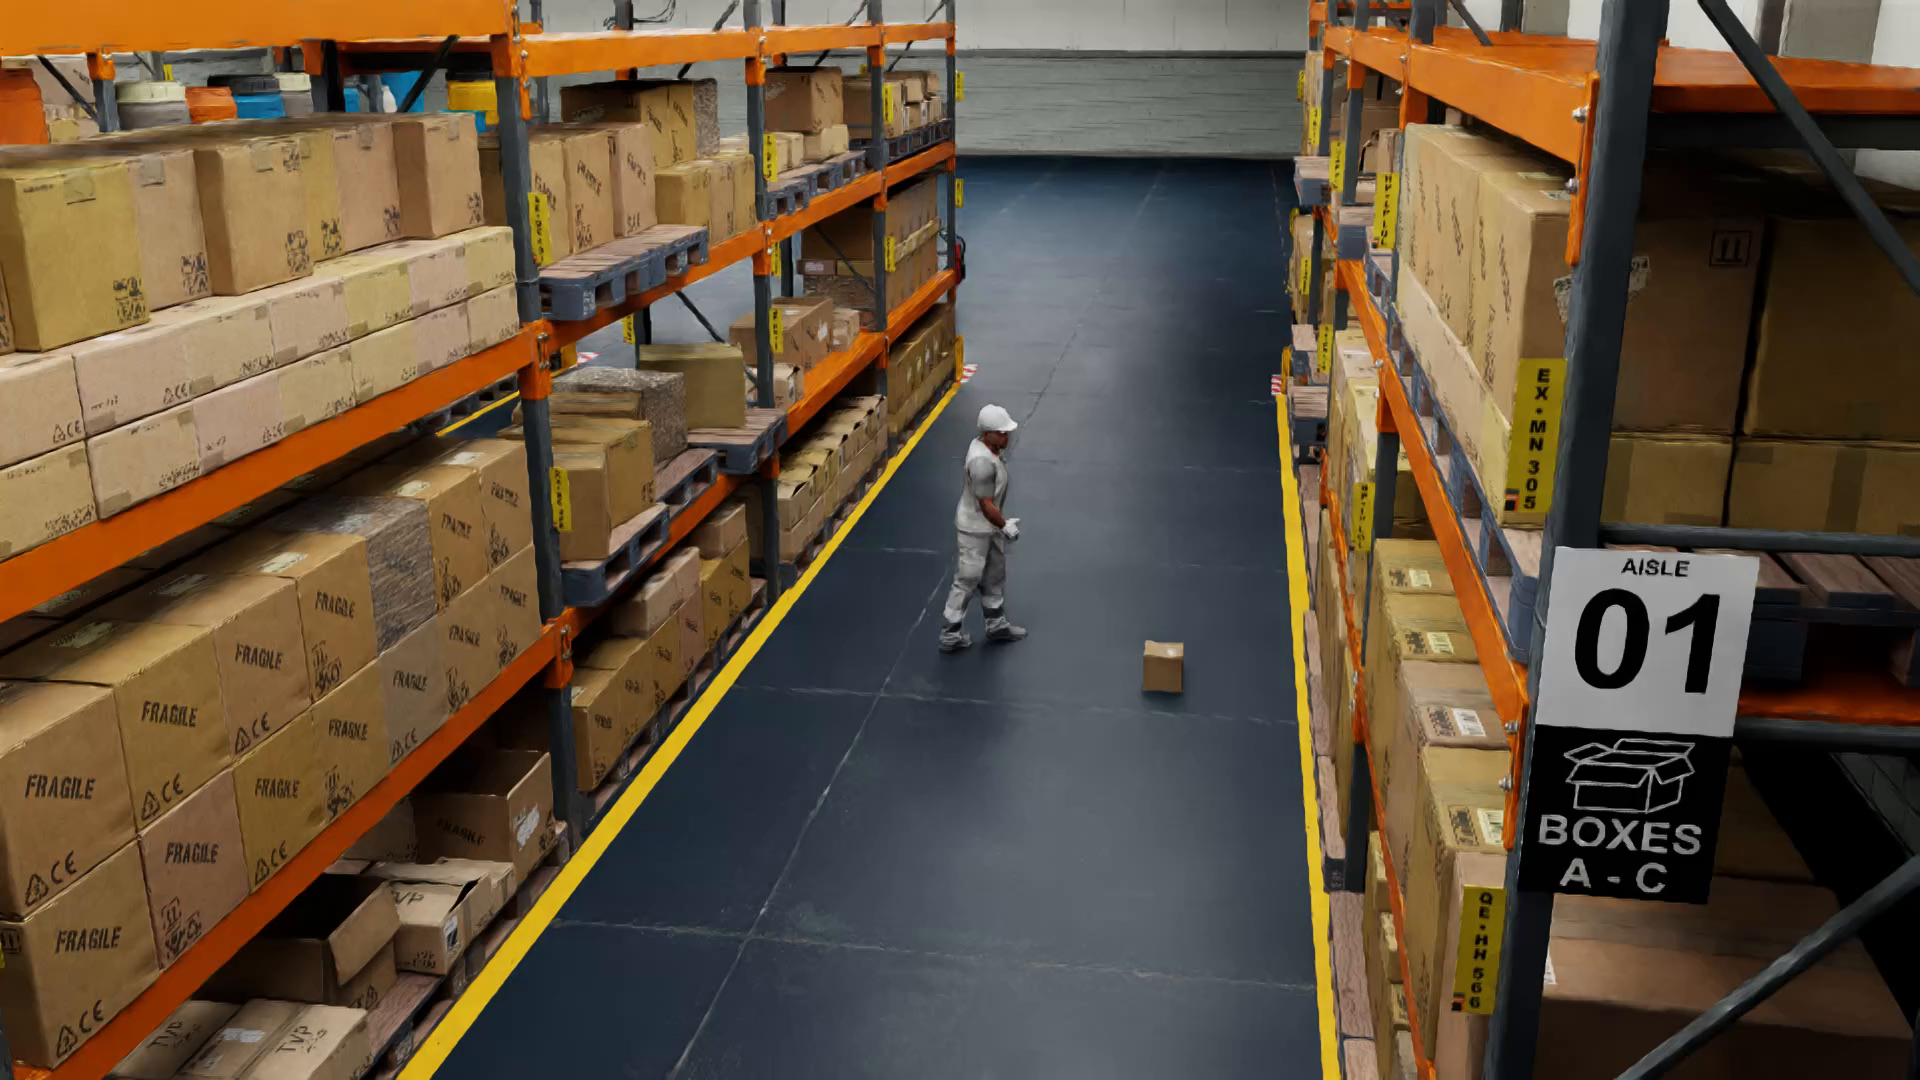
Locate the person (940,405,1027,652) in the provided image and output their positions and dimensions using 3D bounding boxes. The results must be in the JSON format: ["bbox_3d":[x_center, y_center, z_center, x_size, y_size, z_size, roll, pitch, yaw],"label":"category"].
[{"bbox_3d":[0.150,-0.082,11.272,0.568,1.772,0.664,3,18,9],"label":"person"}]
